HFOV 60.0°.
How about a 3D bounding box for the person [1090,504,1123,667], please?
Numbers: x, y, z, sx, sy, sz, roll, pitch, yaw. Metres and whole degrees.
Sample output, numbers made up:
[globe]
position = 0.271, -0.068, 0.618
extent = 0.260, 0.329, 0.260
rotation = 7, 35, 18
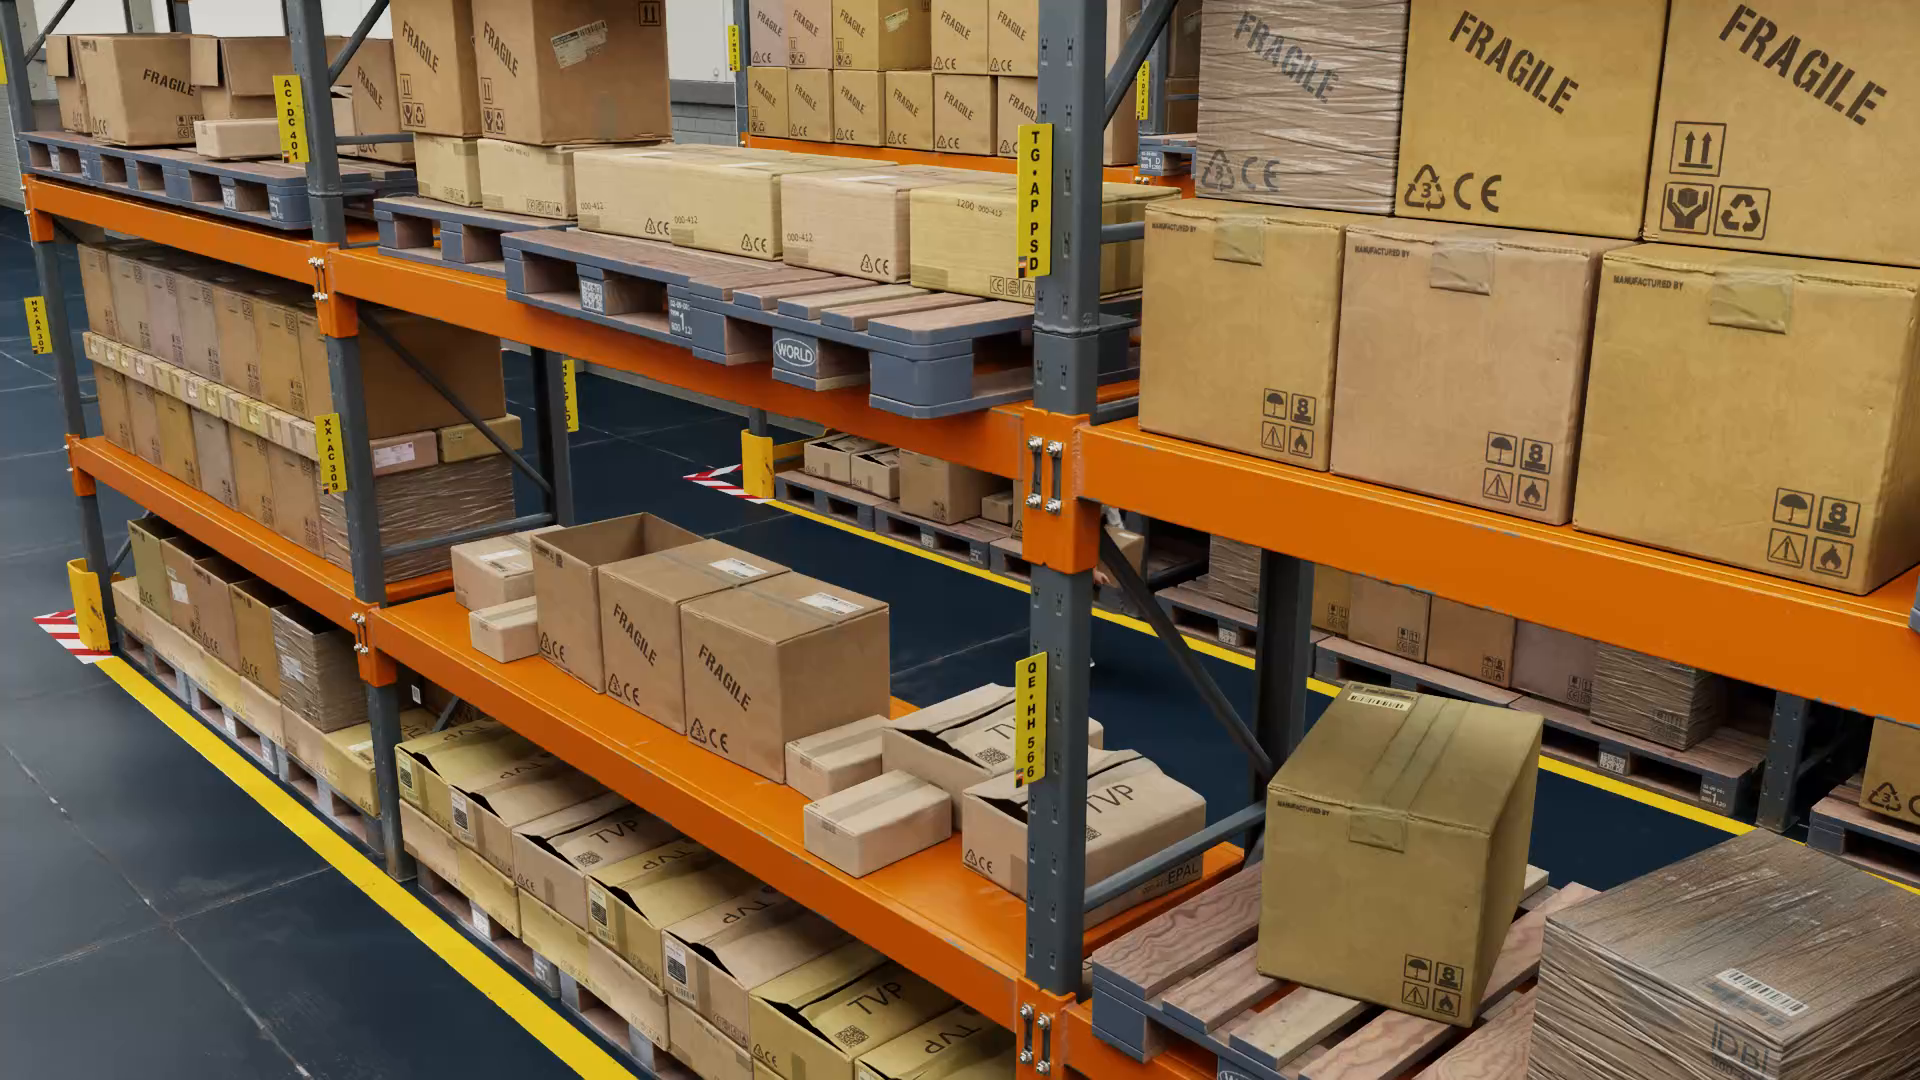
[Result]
[person]
position = 0.704, 0.101, 9.519
extent = 0.645, 1.439, 0.376
rotation = 11, 21, 31
